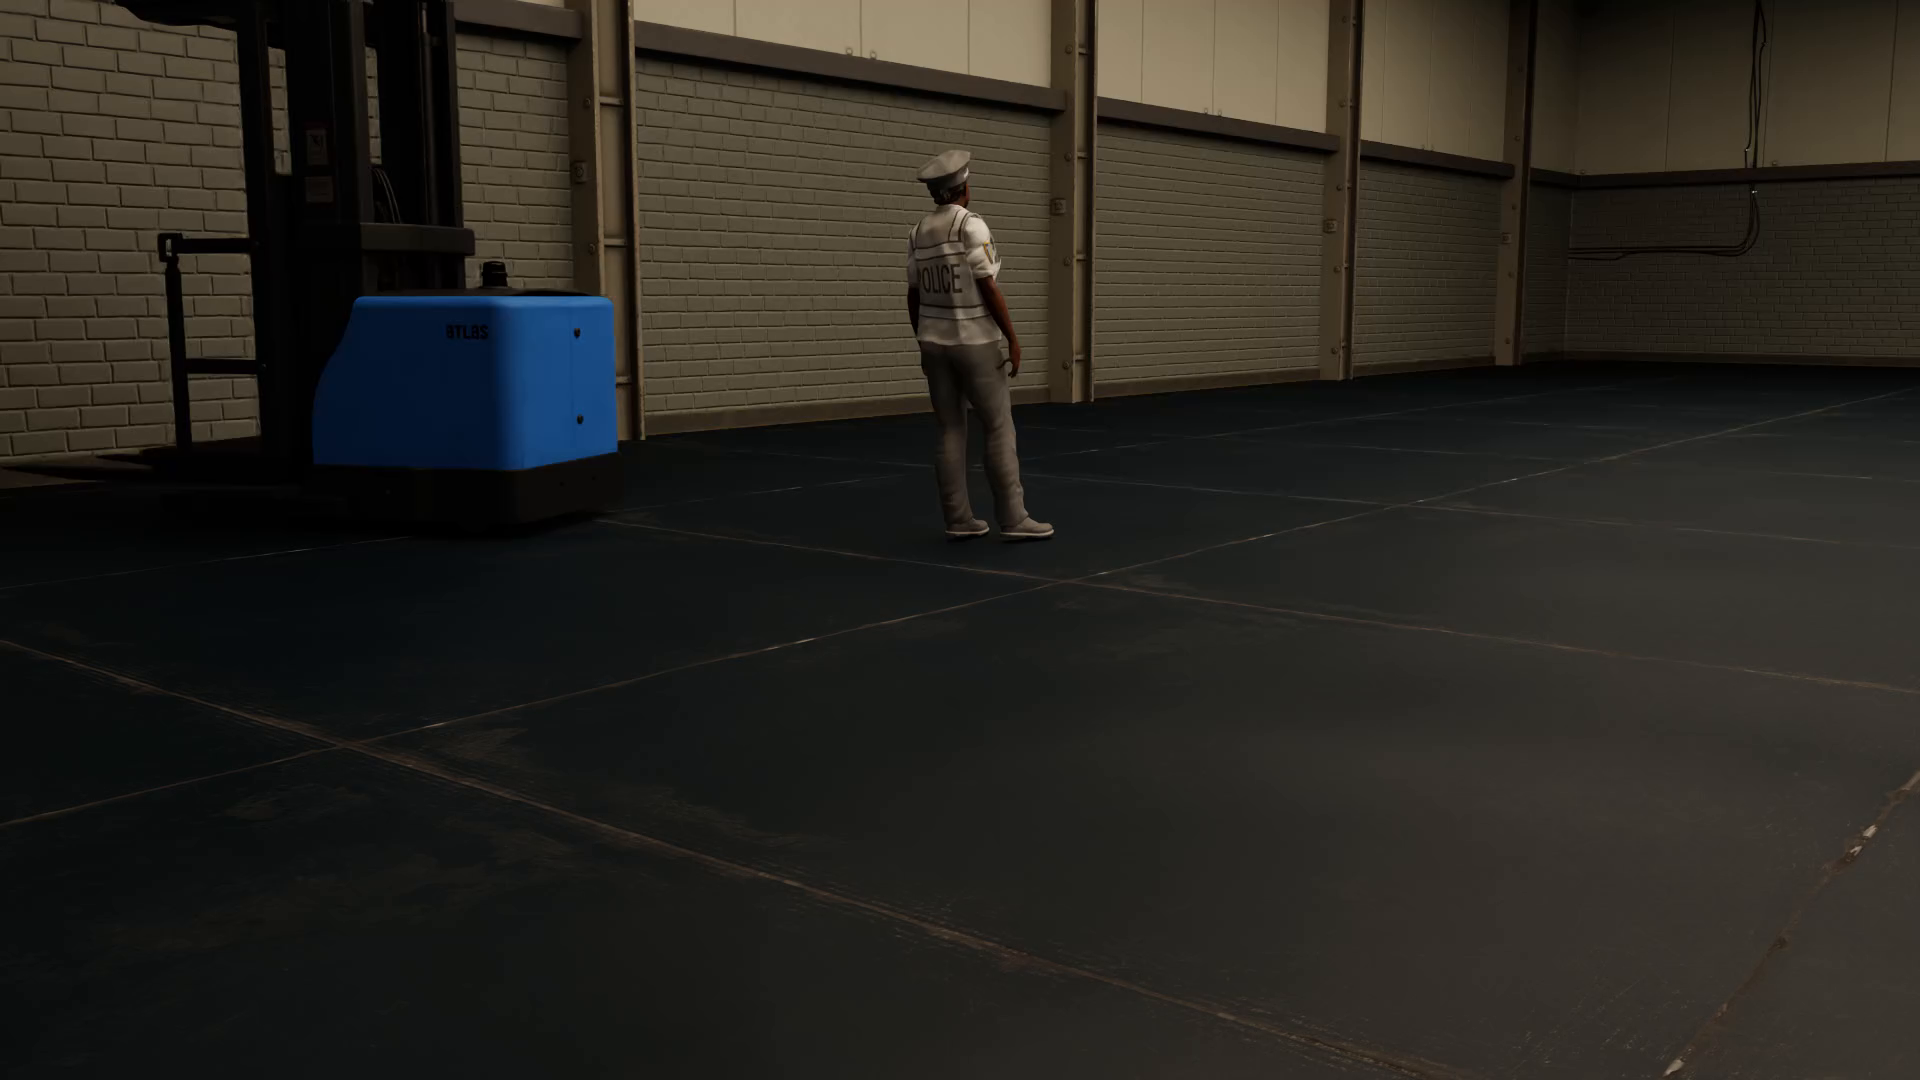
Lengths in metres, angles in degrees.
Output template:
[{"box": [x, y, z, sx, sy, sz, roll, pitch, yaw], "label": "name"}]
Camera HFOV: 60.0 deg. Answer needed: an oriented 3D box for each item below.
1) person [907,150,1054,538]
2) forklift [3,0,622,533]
[{"box": [0.062, -0.852, 7.327, 0.570, 1.695, 0.530, 7, 11, 38], "label": "person"}, {"box": [-3.258, -1.578, 8.065, 3.031, 2.935, 1.130, 2, 9, 16], "label": "forklift"}]
